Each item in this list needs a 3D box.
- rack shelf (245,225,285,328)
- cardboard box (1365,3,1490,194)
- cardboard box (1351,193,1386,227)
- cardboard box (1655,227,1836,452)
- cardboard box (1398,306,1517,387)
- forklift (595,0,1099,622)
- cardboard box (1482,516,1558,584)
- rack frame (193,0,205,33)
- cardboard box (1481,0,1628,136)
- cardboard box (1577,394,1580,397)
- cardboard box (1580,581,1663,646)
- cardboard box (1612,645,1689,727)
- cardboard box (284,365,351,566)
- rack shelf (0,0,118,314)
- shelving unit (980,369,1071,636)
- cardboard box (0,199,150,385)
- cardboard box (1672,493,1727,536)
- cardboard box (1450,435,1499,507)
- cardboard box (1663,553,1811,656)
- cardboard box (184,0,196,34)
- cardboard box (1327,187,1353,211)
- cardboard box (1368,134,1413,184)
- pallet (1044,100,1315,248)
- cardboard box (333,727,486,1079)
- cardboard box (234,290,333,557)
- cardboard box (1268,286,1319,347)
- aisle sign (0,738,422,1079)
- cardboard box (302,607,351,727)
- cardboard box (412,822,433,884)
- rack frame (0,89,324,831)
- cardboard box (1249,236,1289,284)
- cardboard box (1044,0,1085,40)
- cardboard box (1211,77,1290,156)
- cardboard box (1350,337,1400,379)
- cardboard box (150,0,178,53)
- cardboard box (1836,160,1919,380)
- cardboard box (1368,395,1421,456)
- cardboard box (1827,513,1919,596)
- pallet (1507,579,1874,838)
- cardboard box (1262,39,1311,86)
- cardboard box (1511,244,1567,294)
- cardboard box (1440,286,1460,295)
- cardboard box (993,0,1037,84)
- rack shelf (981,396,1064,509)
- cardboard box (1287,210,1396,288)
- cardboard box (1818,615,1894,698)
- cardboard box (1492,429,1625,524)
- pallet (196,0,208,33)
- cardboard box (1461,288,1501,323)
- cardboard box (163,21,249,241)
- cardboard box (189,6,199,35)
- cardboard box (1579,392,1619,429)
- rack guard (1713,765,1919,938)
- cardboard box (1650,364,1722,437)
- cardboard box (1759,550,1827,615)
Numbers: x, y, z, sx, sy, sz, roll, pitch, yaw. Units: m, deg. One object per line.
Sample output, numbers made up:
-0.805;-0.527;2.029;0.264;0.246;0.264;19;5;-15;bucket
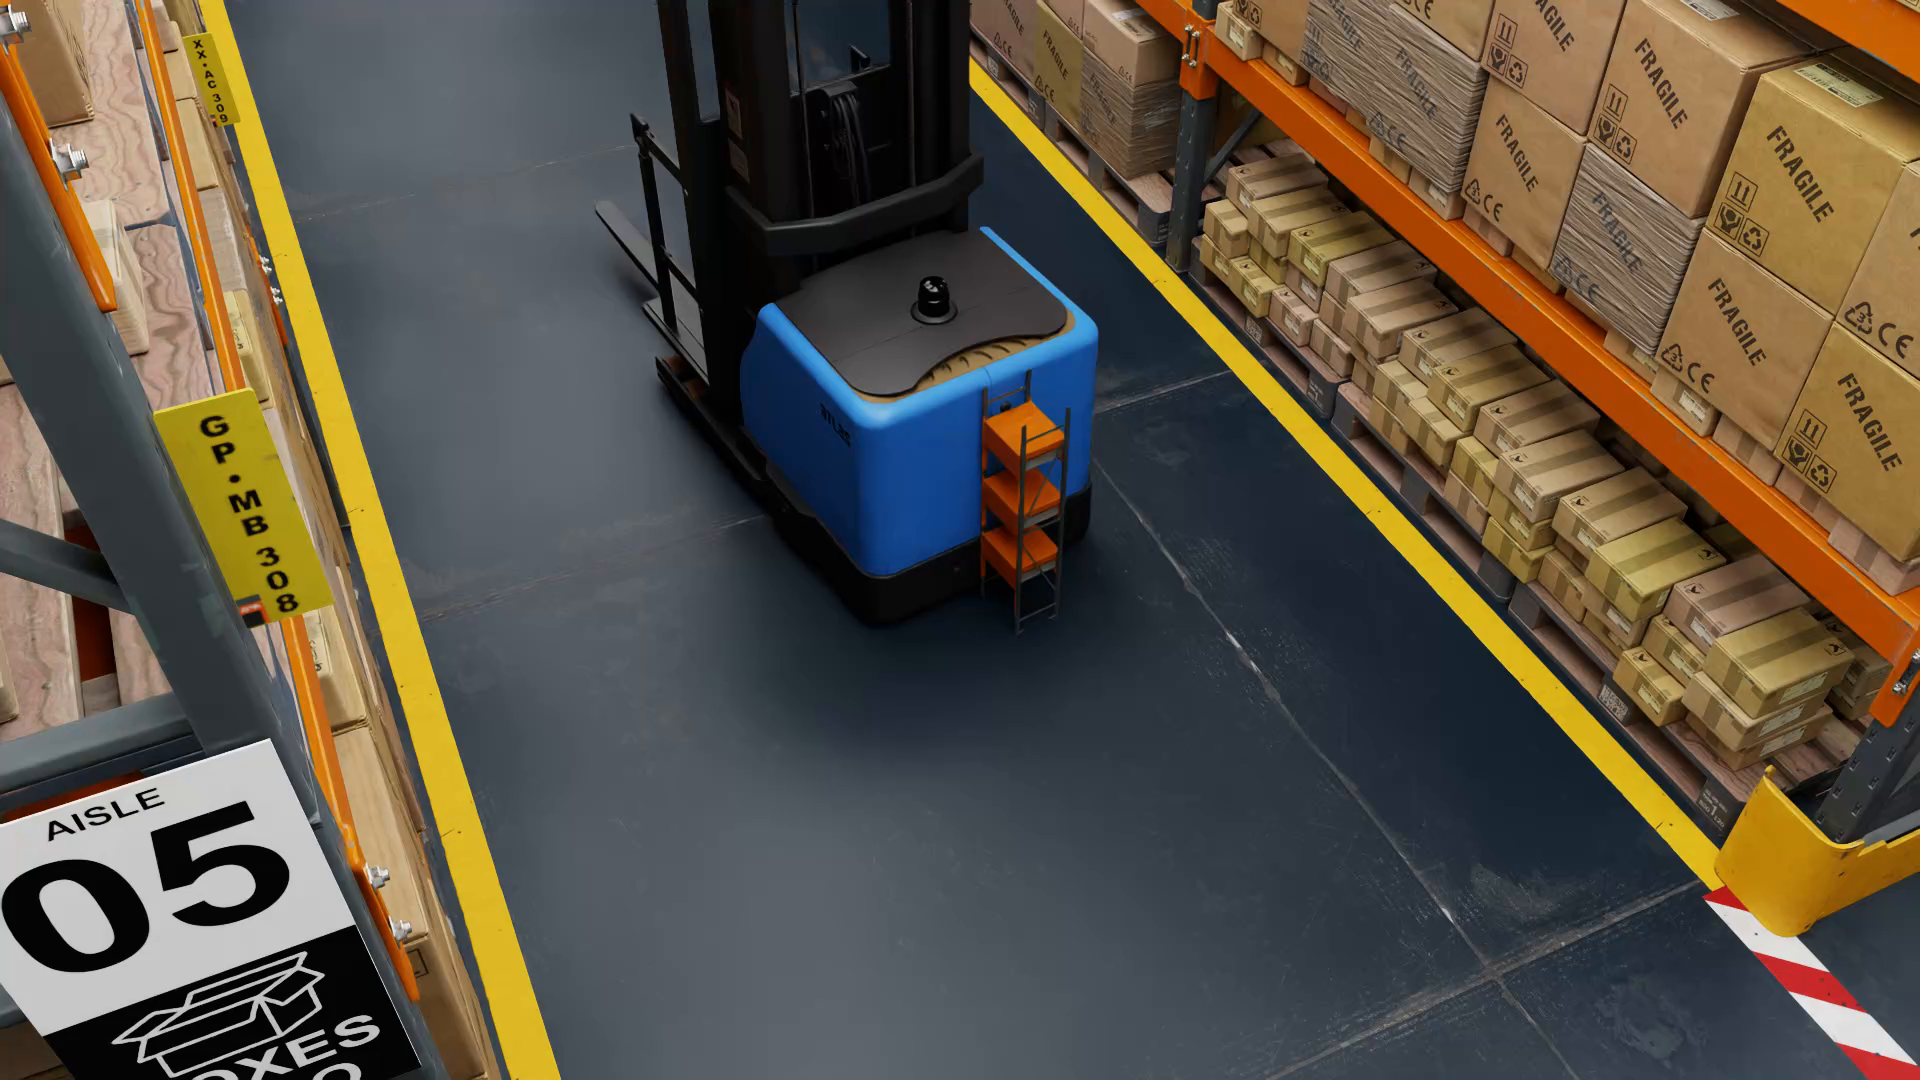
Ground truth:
-3.810;-2.028;7.182;1.077;0.370;4.000;-18;47;-17;rack shelf
1.853;-1.643;5.996;0.500;0.500;0.500;-19;48;-18;cardboard box
2.009;-1.582;7.524;0.380;0.149;0.250;-17;47;-17;cardboard box
2.527;-0.669;5.009;0.500;0.500;0.500;-19;48;-18;cardboard box
2.003;-0.767;6.699;0.380;0.149;0.250;-20;48;-19;cardboard box
-0.689;-1.747;6.433;1.130;2.935;3.031;-24;49;-22;forklift
2.238;-0.021;6.366;0.380;0.149;0.250;-20;48;-19;cardboard box
-4.651;-3.559;8.221;1.000;3.000;0.127;-18;47;-17;rack frame
2.078;-1.690;5.333;0.500;0.500;0.500;-20;48;-19;cardboard box
2.464;-0.631;6.772;0.380;0.149;0.250;-16;47;-16;cardboard box
2.461;0.190;5.941;0.380;0.149;0.250;-20;48;-19;cardboard box
2.551;0.470;5.868;0.380;0.149;0.250;-17;47;-16;cardboard box
-2.096;-0.183;4.729;0.500;0.500;0.500;-19;48;-18;cardboard box
-2.128;-1.472;2.632;1.077;0.370;4.000;-18;47;-17;rack shelf
0.231;-0.119;6.123;0.215;1.050;0.252;-24;49;-22;shelving unit
-1.536;-0.385;2.678;0.380;0.149;0.250;-16;47;-16;cardboard box
2.918;-0.154;6.289;0.380;0.149;0.250;-17;47;-16;cardboard box
2.140;-0.305;6.443;0.380;0.149;0.250;-16;47;-15;cardboard box
2.656;0.227;5.692;0.380;0.149;0.250;-17;47;-17;cardboard box
-3.331;-2.151;6.546;0.500;0.250;0.500;-17;47;-17;cardboard box
1.901;-1.670;7.826;0.380;0.149;0.250;-17;47;-17;cardboard box
1.793;-1.517;6.331;0.380;0.149;0.250;-17;47;-17;cardboard box
1.151;-2.039;8.666;1.003;0.211;1.213;-18;47;-17;pallet
-1.230;0.758;3.063;0.500;0.500;0.500;-19;48;-18;cardboard box
-1.888;-0.213;4.047;0.500;0.500;0.500;-18;47;-17;cardboard box
1.605;-1.031;7.390;0.380;0.149;0.250;-18;47;-18;cardboard box
-0.994;0.574;2.182;0.394;0.787;0.004;-18;47;-17;aisle sign
-1.365;0.263;3.103;0.380;0.149;0.250;-17;47;-16;cardboard box
-1.466;0.799;3.734;0.500;0.500;0.500;-19;48;-18;cardboard box
-1.287;-0.596;0.947;1.000;3.000;0.127;-18;47;-17;rack frame
1.530;-1.316;7.467;0.380;0.149;0.250;-18;47;-17;cardboard box
0.733;-2.794;8.393;0.500;0.250;0.500;-16;47;-16;cardboard box
1.410;-2.345;8.472;0.500;0.500;0.500;-16;47;-16;cardboard box
1.870;-0.817;6.961;0.380;0.149;0.250;-16;47;-16;cardboard box
-2.551;-1.530;4.920;0.380;0.149;0.250;-19;48;-18;cardboard box
2.744;-0.703;4.332;0.500;0.500;0.500;-19;48;-18;cardboard box
1.924;-0.529;6.881;0.380;0.149;0.250;-19;48;-18;cardboard box
2.768;-0.022;4.815;0.380;0.149;0.250;-18;47;-17;cardboard box
2.820;0.429;6.165;1.003;0.211;1.213;-18;47;-17;pallet
1.478;-2.027;6.847;0.380;0.149;0.250;-17;47;-16;cardboard box
2.180;-1.033;5.840;0.380;0.149;0.250;-17;47;-17;cardboard box
2.171;-1.147;7.295;0.380;0.149;0.250;-18;47;-17;cardboard box
0.513;-2.848;8.982;0.500;0.500;0.500;-19;48;-18;cardboard box
0.231;-0.313;5.931;0.215;0.259;0.240;-24;49;-22;rack shelf
1.650;-1.262;7.201;0.380;0.149;0.250;-19;48;-18;cardboard box
3.174;0.363;5.766;0.380;0.149;0.250;-16;47;-16;cardboard box
2.217;-0.239;6.164;0.380;0.149;0.250;-16;47;-16;cardboard box
-4.978;-3.065;9.706;1.003;0.211;1.213;-18;47;-17;pallet
2.356;-1.091;7.028;0.380;0.149;0.250;-20;48;-19;cardboard box
-2.520;-1.182;5.029;0.500;0.500;0.500;-18;48;-18;cardboard box
-3.334;-1.975;6.723;0.500;0.250;0.500;-18;48;-18;cardboard box
2.678;-0.601;6.530;0.380;0.149;0.250;-17;47;-17;cardboard box
3.130;0.854;5.528;1.175;0.500;0.348;-18;47;-17;rack guard
2.450;-0.503;5.303;0.380;0.149;0.250;-17;47;-16;cardboard box
3.025;0.092;5.828;0.380;0.149;0.250;-17;47;-17;cardboard box
